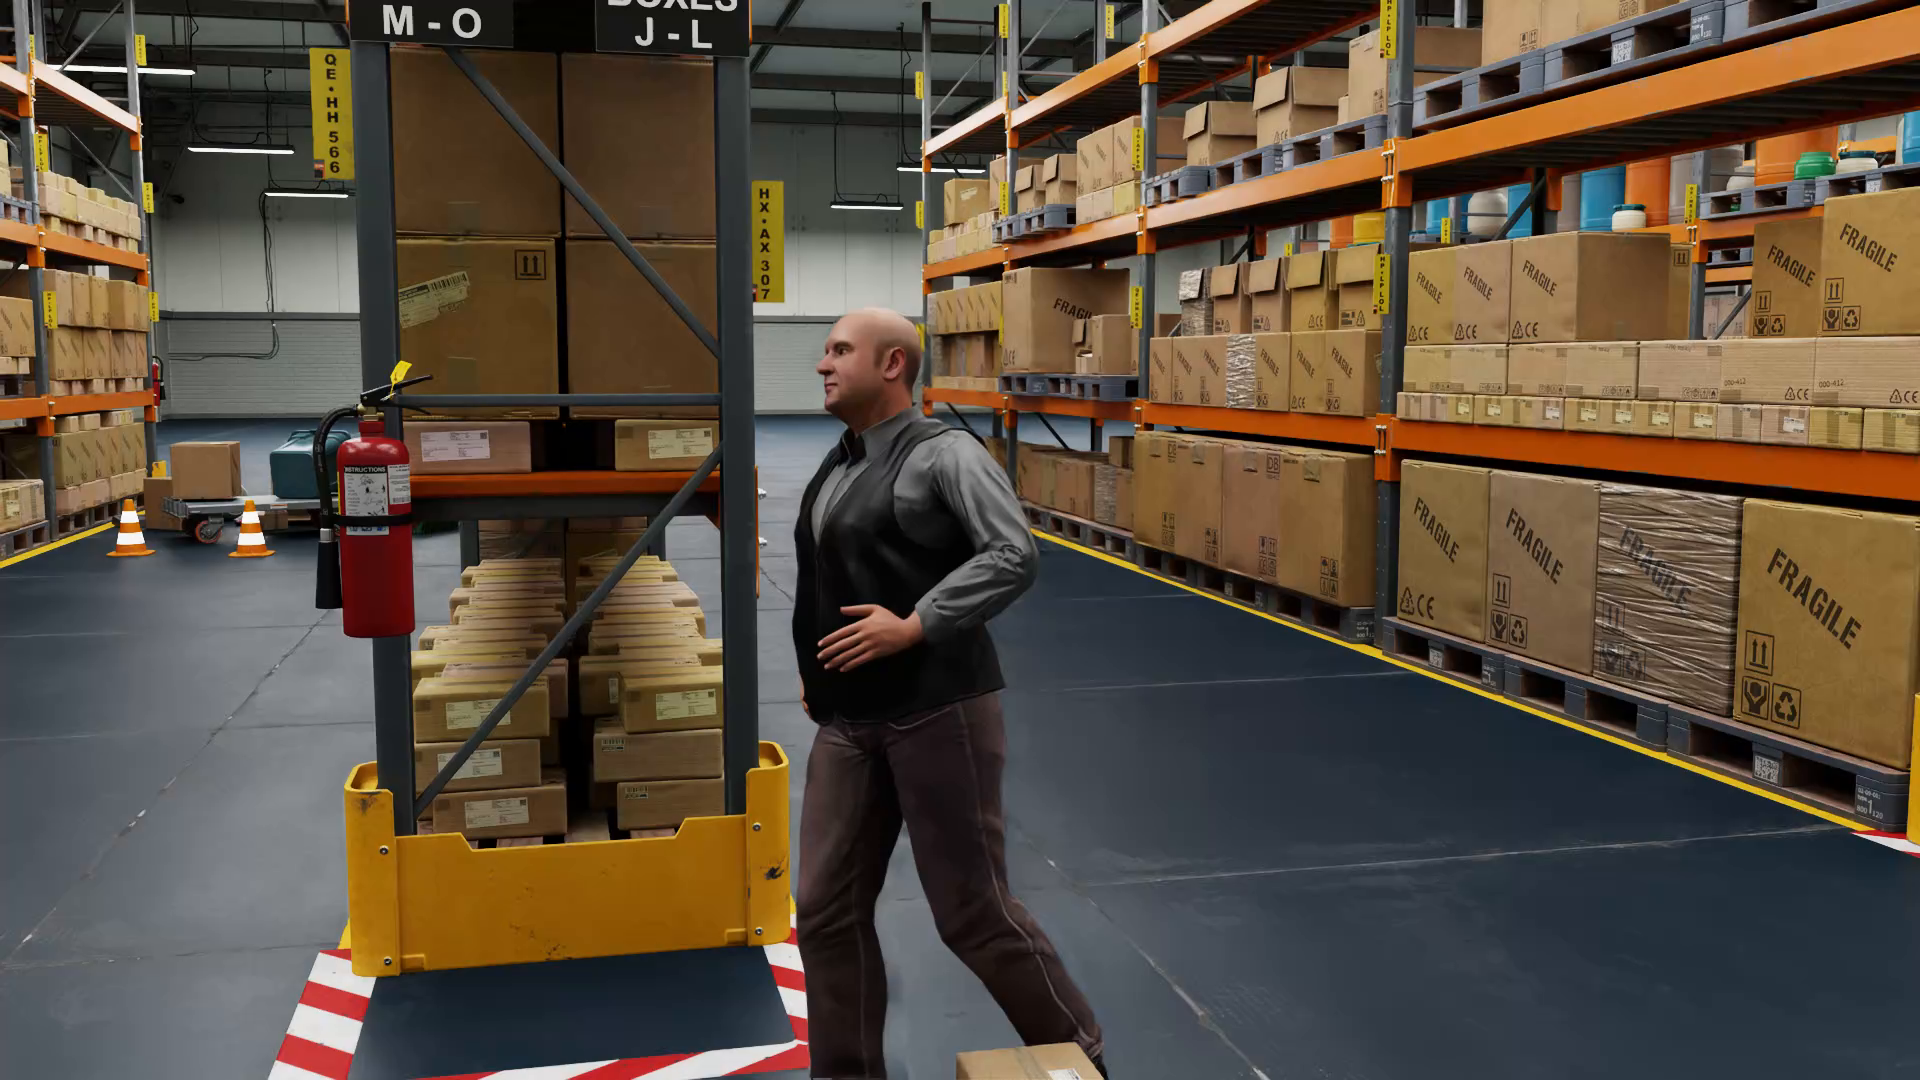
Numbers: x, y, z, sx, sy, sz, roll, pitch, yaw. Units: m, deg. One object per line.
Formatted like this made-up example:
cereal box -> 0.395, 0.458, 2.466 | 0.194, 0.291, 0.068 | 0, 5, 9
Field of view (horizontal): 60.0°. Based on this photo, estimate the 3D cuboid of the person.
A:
person -> -0.153, 0.395, 3.389 | 0.761, 1.731, 0.756 | -5, 8, -39
